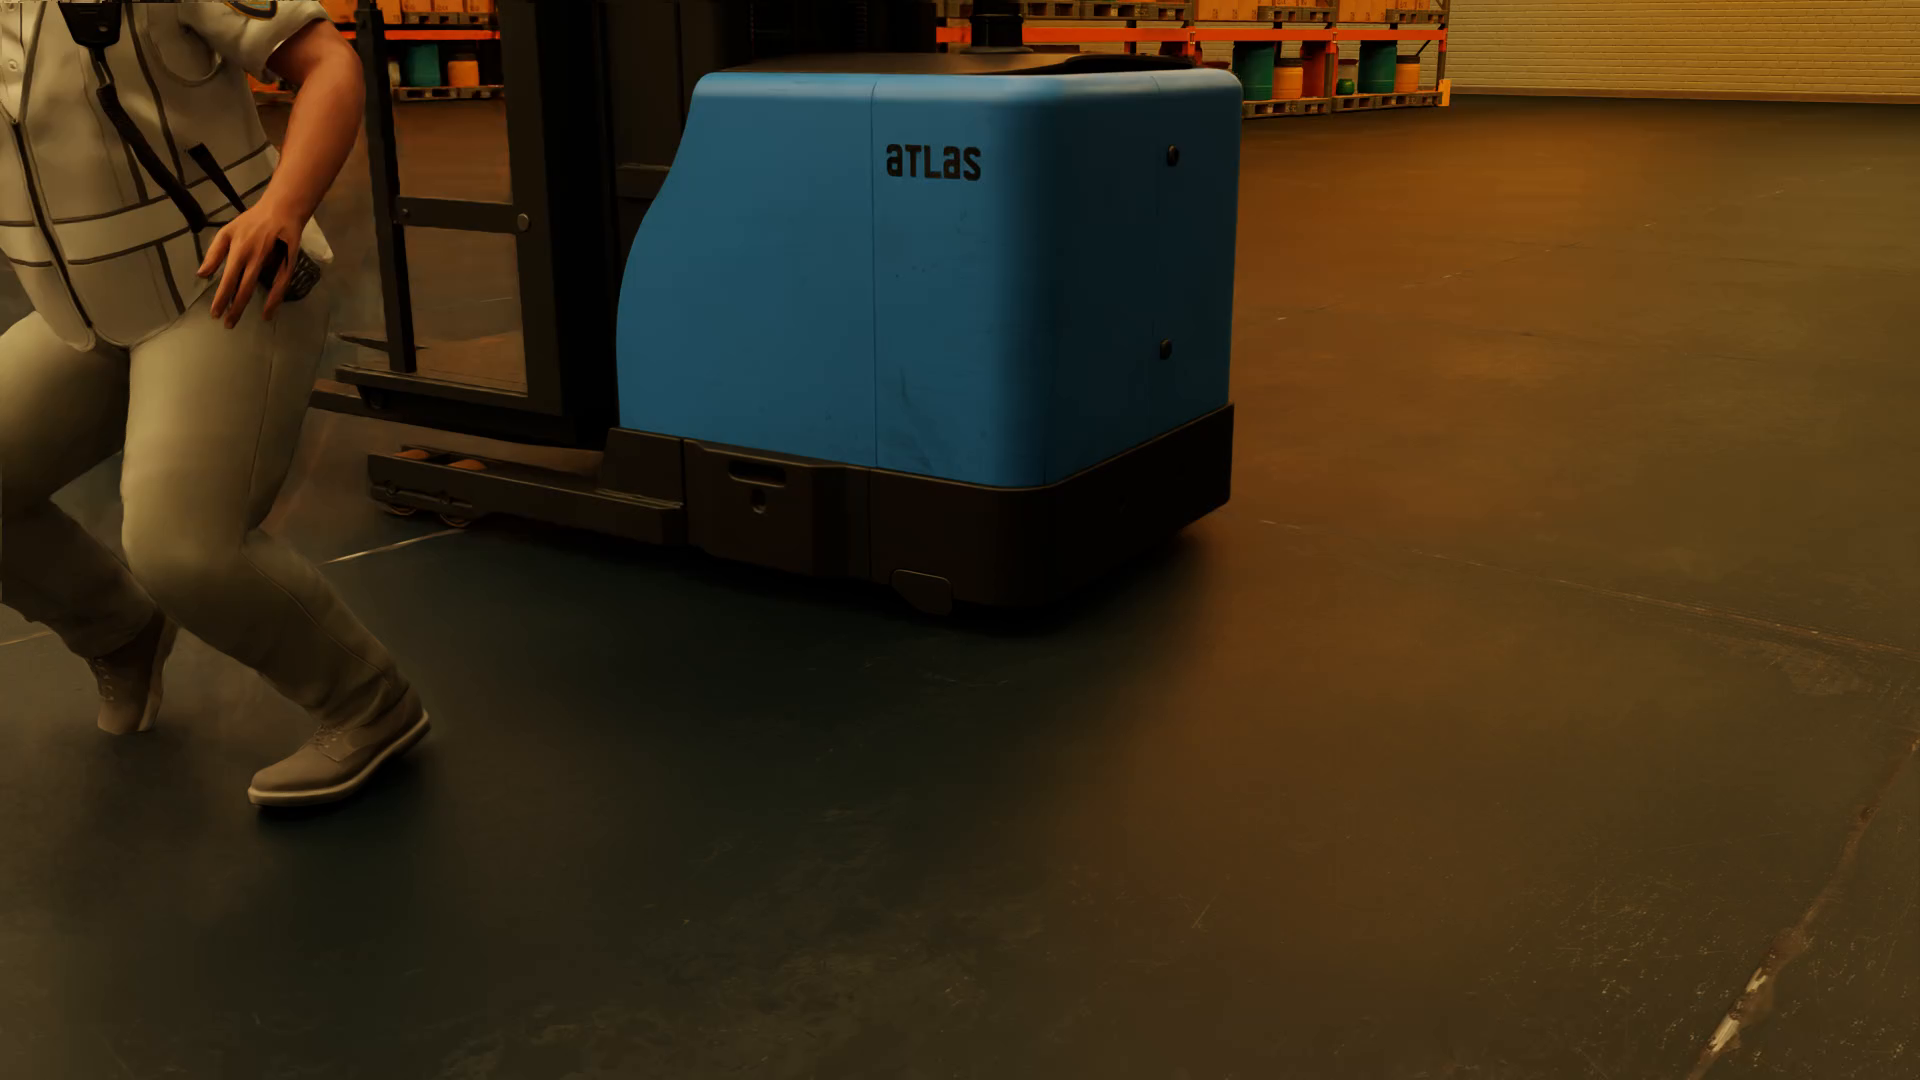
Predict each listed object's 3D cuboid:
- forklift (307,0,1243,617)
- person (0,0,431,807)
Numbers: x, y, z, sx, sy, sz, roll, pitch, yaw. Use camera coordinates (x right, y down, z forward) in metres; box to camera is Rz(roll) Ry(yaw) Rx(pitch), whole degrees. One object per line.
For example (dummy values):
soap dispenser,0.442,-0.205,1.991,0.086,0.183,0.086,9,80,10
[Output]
forklift,-0.870,-1.550,4.002,3.031,2.935,1.130,10,20,30
person,-1.296,-0.339,2.506,1.003,1.648,0.550,5,18,17
